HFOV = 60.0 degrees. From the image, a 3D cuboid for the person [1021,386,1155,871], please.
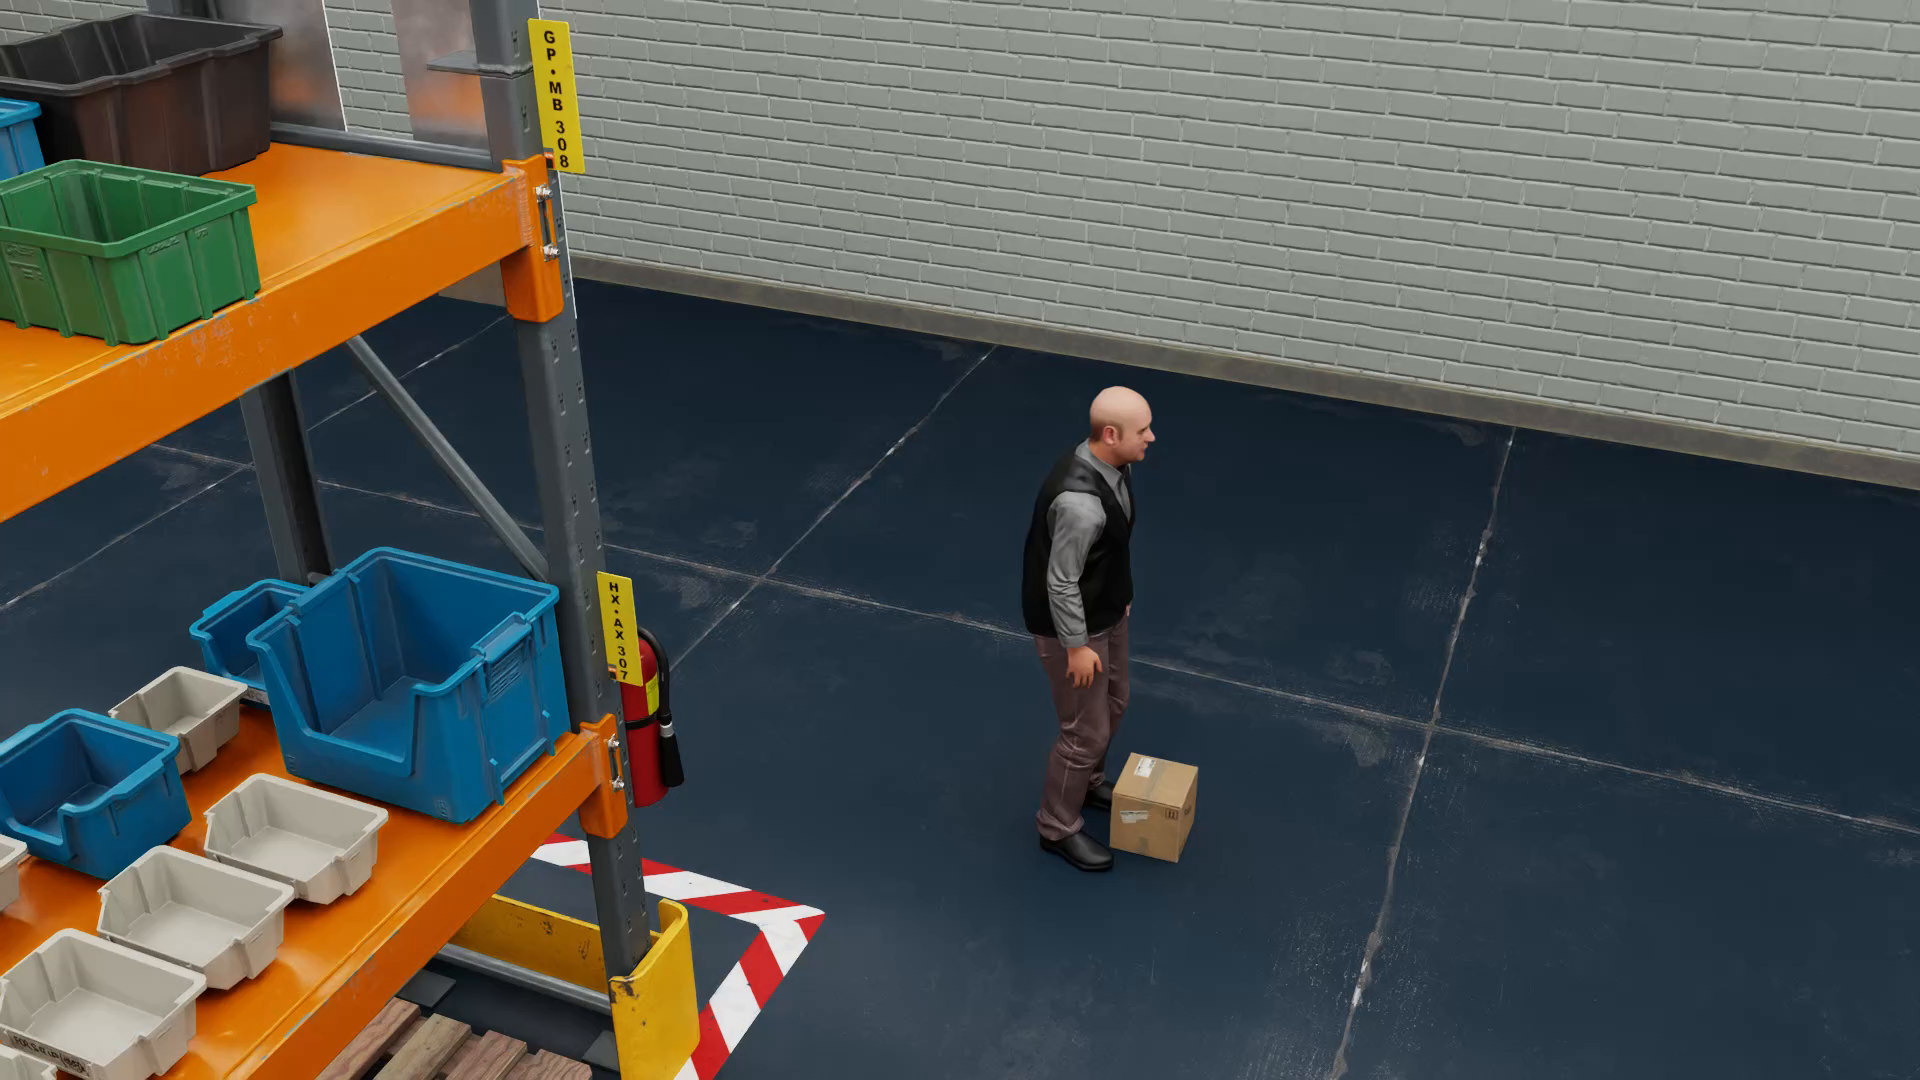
[{"bbox_3d":[0.426,0.268,5.679,0.420,1.720,0.575,10,31,17],"label":"person"}]
